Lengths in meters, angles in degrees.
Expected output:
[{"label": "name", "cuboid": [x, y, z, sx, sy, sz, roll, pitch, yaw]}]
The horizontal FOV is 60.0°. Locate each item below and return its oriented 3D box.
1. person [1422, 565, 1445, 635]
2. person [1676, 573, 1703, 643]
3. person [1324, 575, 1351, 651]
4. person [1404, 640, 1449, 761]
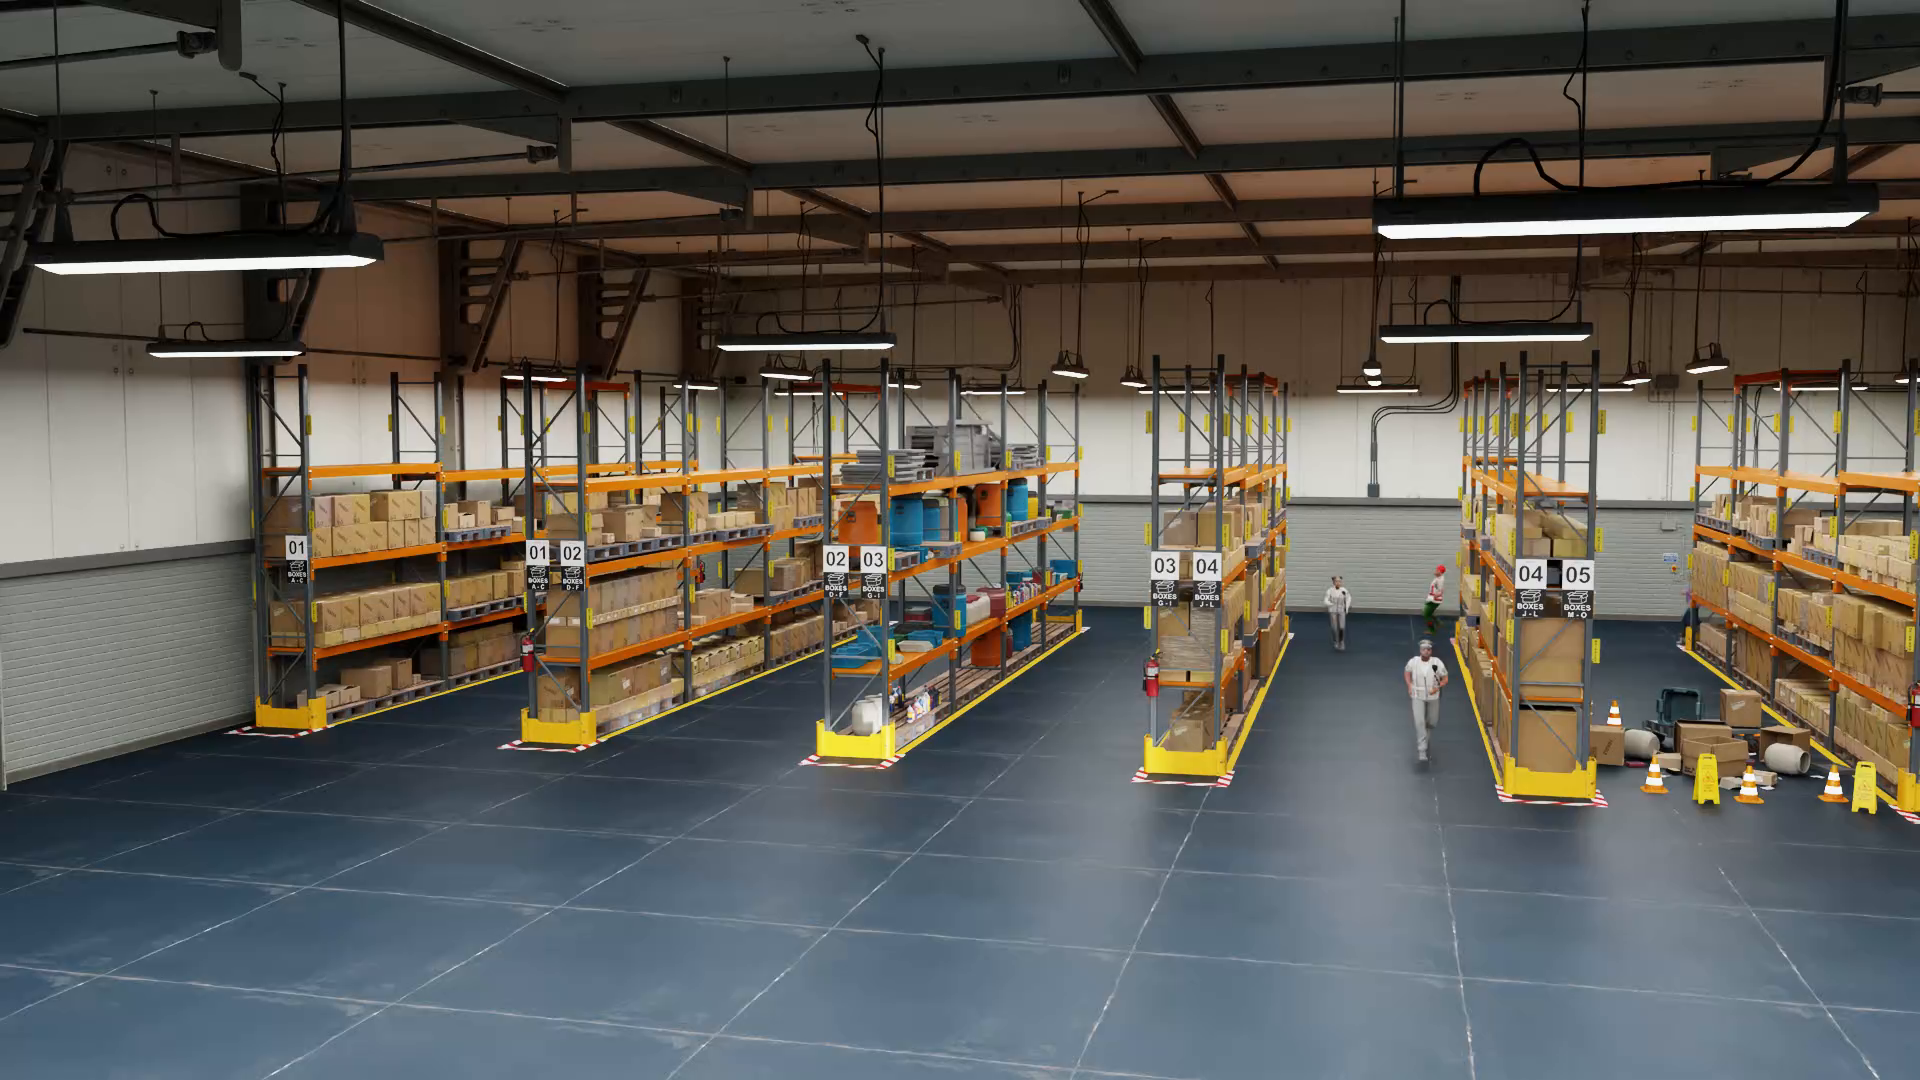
[{"label": "person", "cuboid": [11.239, 1.428, 39.483, 0.541, 1.694, 0.718, 1, 4, 20]}, {"label": "person", "cuboid": [16.864, 1.564, 38.202, 0.699, 1.640, 0.536, 2, 4, 23]}, {"label": "person", "cuboid": [8.378, 1.622, 36.913, 0.578, 1.687, 0.683, 1, 4, 13]}, {"label": "person", "cuboid": [7.097, 2.396, 25.296, 0.632, 1.794, 1.126, 1, 4, 9]}]
